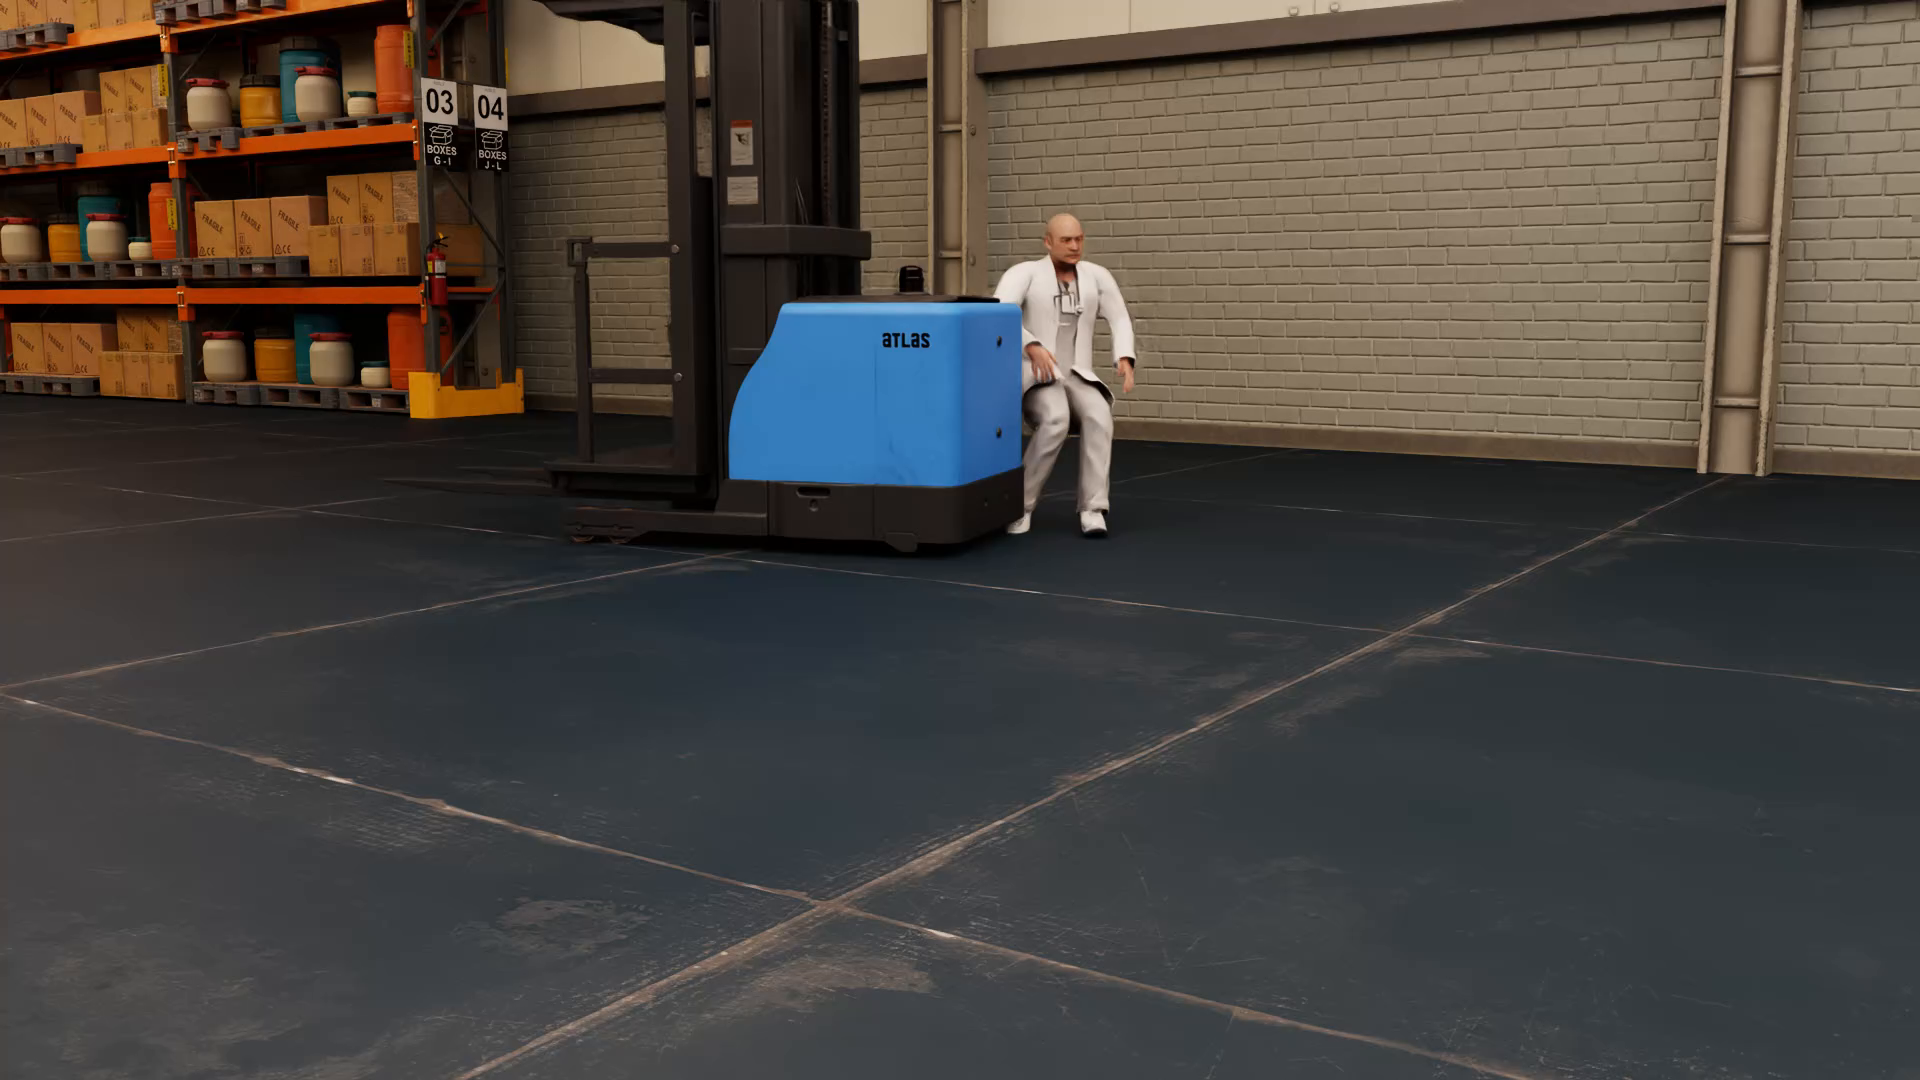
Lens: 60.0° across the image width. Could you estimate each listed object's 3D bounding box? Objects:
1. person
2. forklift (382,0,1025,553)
[{"bbox_3d":[0.568,-0.780,7.981,0.835,1.573,0.923,-3,9,-22],"label":"person"},{"bbox_3d":[-1.270,-1.497,7.722,3.031,2.935,1.130,3,9,19],"label":"forklift"}]
